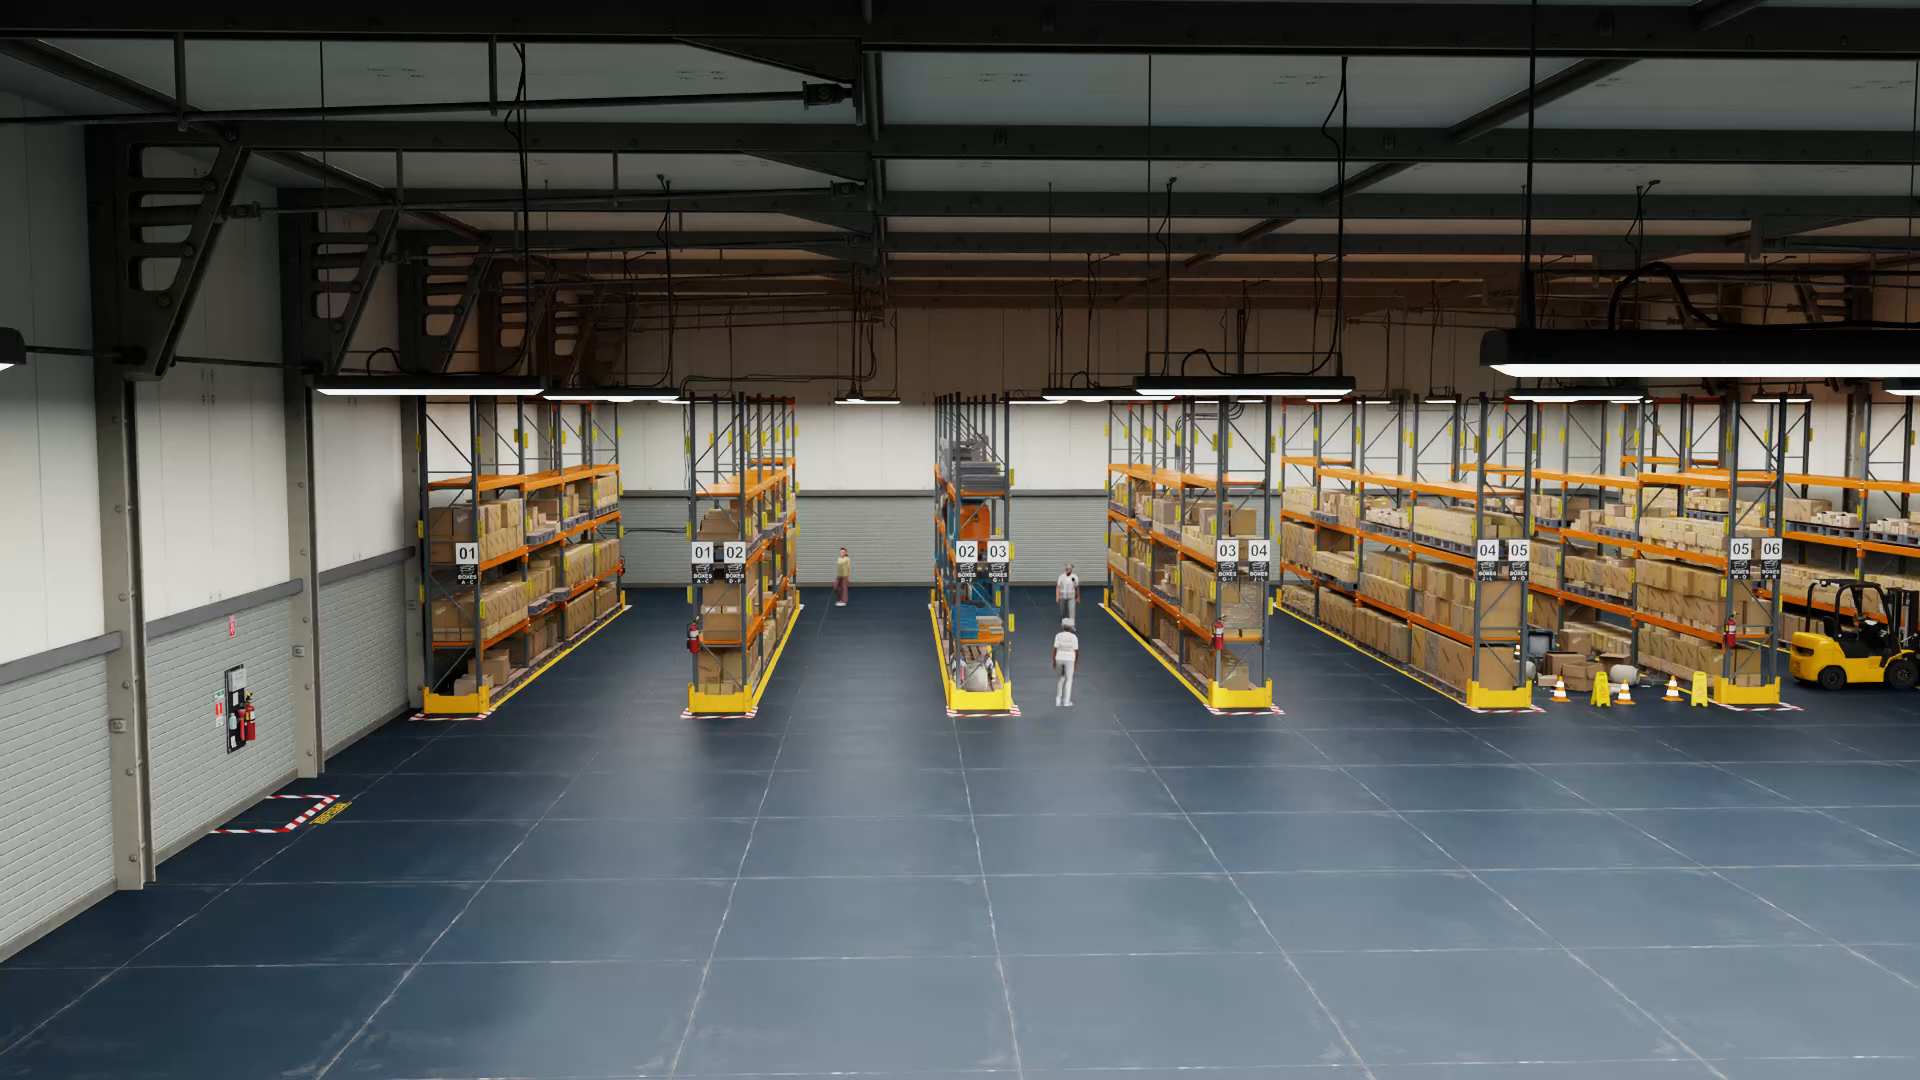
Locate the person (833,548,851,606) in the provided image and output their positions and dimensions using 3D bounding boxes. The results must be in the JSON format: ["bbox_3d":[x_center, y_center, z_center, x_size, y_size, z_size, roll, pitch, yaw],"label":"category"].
[{"bbox_3d":[-3.391,1.059,47.825,0.491,1.673,0.403,3,5,33],"label":"person"}]

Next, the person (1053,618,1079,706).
[{"bbox_3d":[2.038,2.338,31.763,0.475,1.718,0.454,3,5,29],"label":"person"}]

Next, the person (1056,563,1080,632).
[{"bbox_3d":[2.769,1.455,42.504,0.631,1.731,1.032,0,5,1],"label":"person"}]
